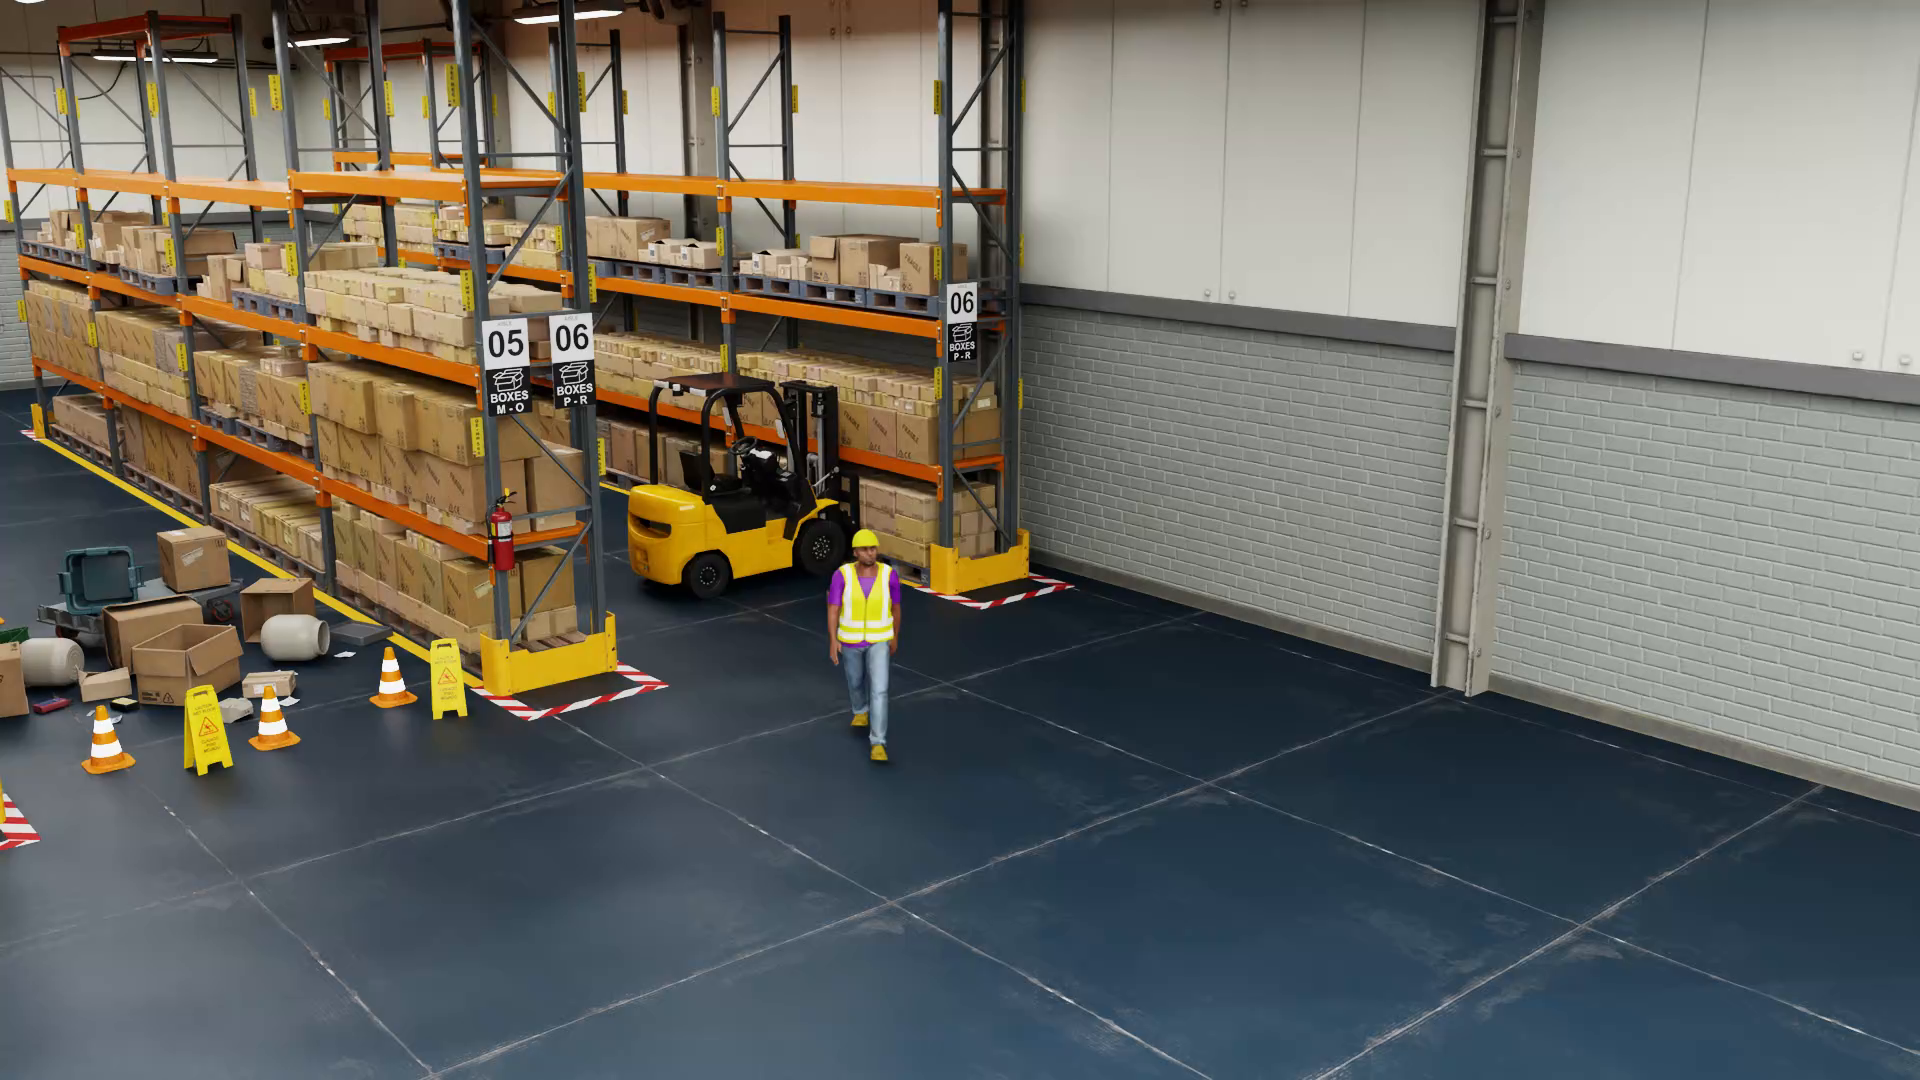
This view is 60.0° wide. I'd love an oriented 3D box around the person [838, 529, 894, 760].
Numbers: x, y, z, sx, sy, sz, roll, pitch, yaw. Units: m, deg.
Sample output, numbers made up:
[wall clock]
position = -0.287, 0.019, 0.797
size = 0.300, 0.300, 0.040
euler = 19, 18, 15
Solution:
[person]
position = -0.730, 0.773, 12.850
size = 0.436, 1.721, 1.026
euler = 0, 14, 0
